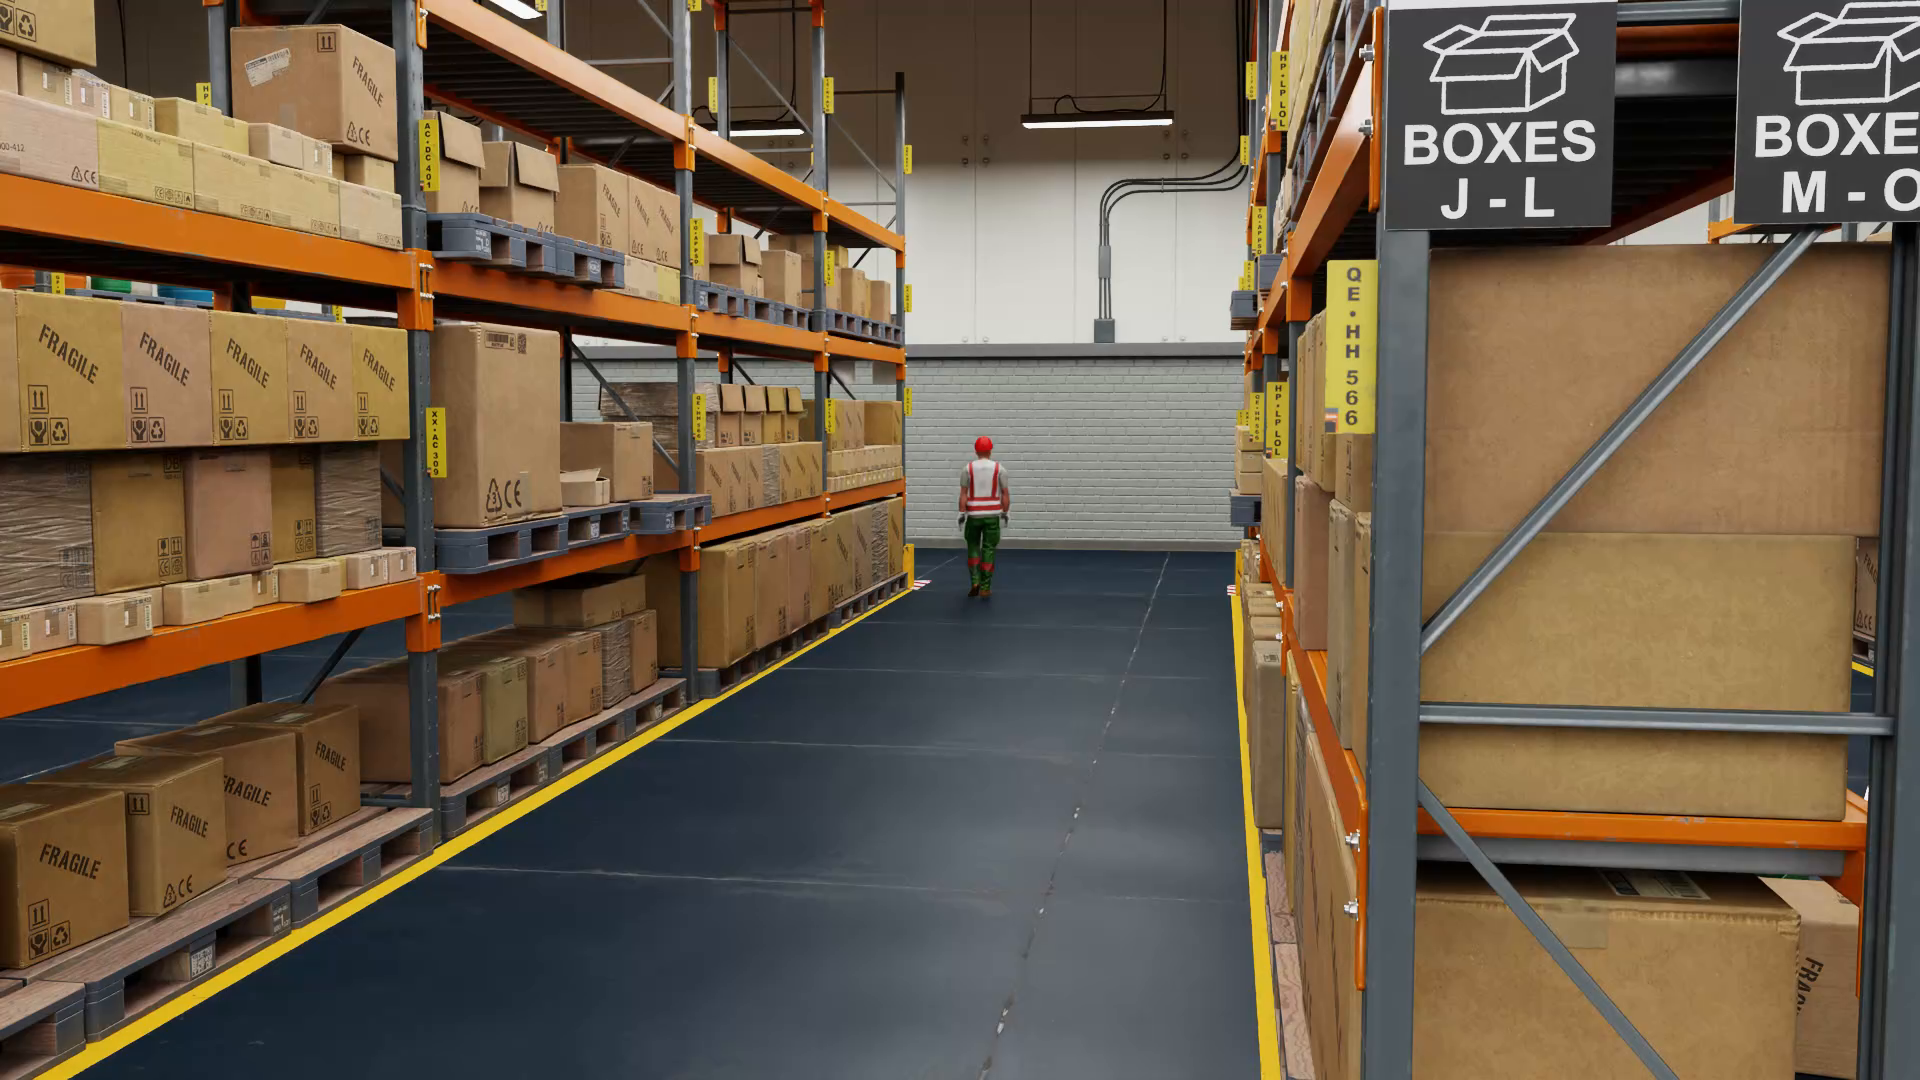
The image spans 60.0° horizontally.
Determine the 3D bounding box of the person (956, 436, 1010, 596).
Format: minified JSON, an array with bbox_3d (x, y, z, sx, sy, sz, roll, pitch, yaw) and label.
[{"bbox_3d":[0.263,-0.242,18.598,0.589,1.844,0.514,0,4,5],"label":"person"}]
